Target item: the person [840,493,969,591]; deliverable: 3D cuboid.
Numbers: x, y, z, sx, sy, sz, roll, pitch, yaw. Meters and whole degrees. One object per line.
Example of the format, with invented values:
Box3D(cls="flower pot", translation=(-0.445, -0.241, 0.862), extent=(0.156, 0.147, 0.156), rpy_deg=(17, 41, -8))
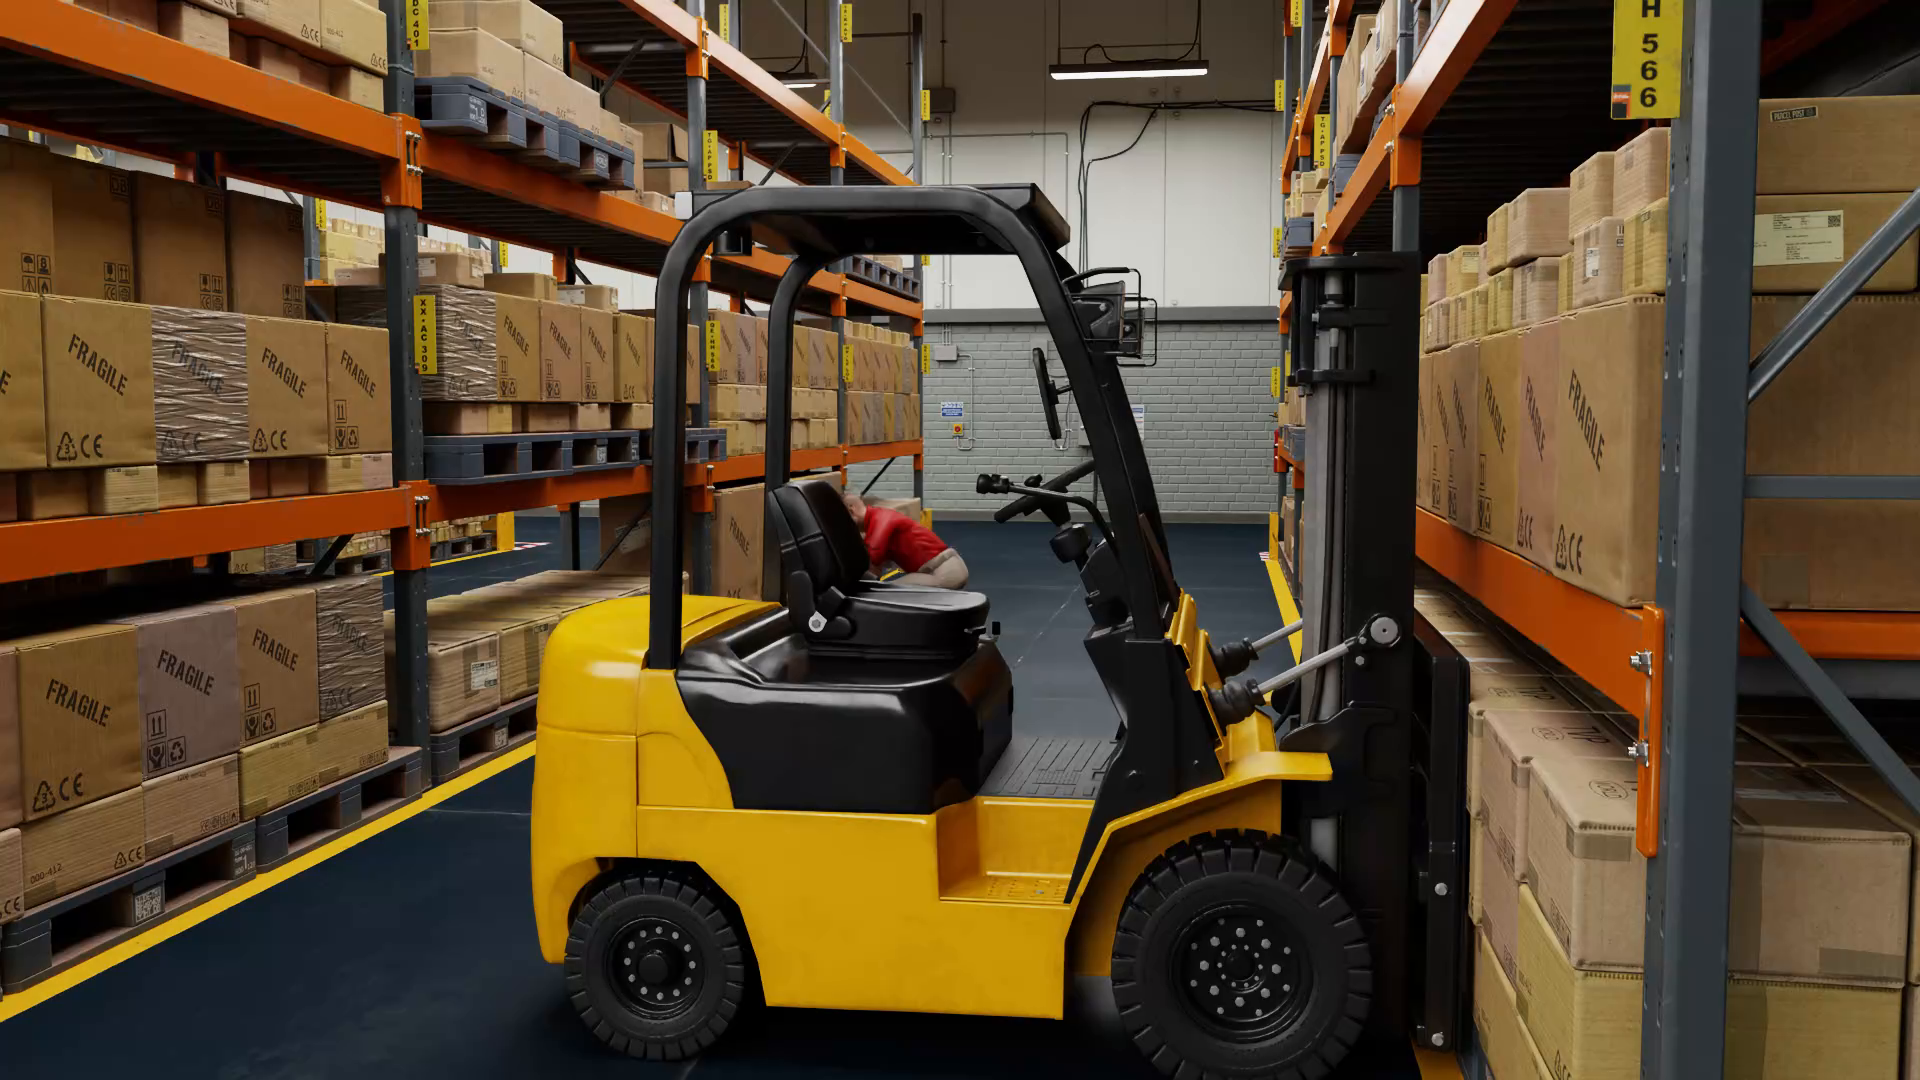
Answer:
Box3D(cls="person", translation=(-0.375, 0.264, 10.347), extent=(0.830, 1.114, 0.576), rpy_deg=(1, 4, 9))
